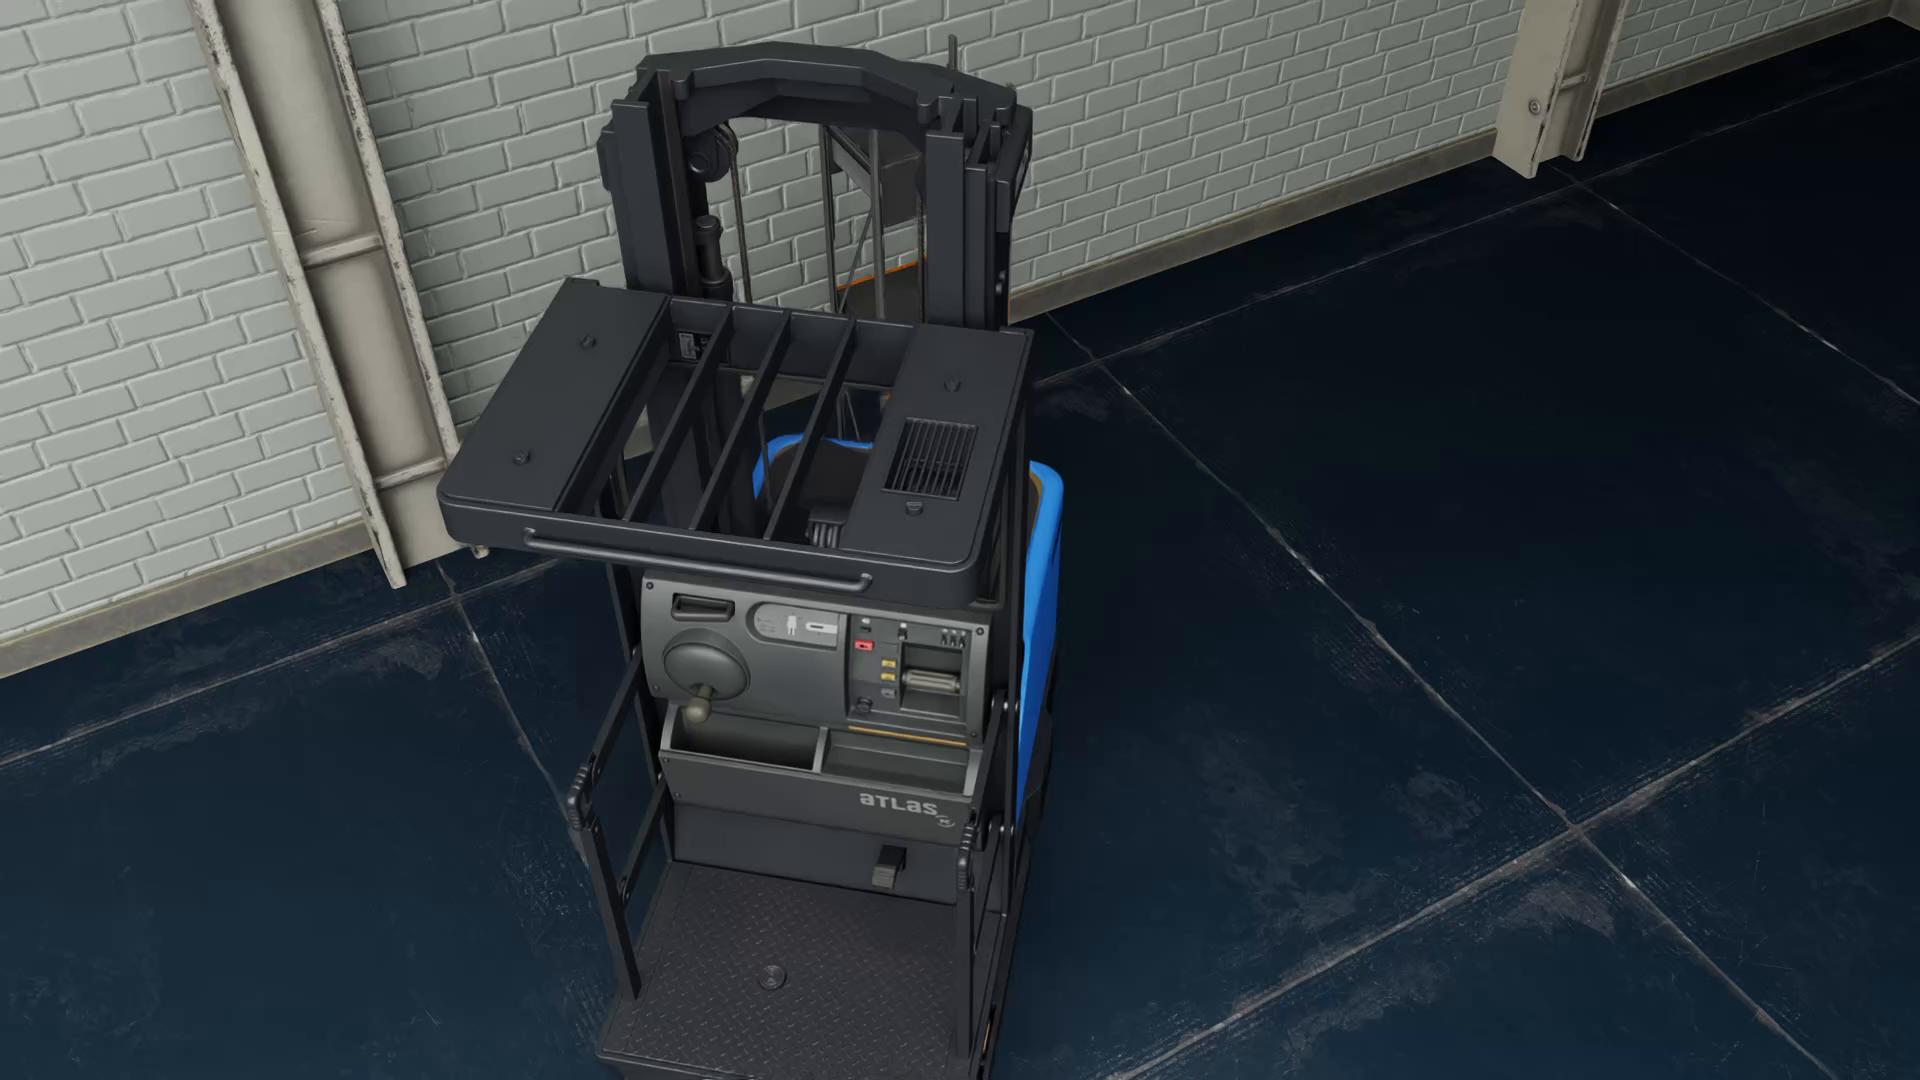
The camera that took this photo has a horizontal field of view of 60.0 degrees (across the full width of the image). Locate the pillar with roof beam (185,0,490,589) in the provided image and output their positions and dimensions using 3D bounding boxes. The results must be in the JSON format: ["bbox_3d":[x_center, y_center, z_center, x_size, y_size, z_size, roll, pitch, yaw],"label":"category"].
[{"bbox_3d":[0.007,-0.596,0.903,0.400,9.000,9.100,-22,48,-21],"label":"pillar with roof beam"}]

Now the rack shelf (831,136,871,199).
[{"bbox_3d":[-0.144,-1.260,5.412,0.442,0.100,0.332,-22,48,-21],"label":"rack shelf"}]

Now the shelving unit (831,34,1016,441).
[{"bbox_3d":[-0.139,-0.698,5.962,0.492,2.100,0.431,-22,48,-21],"label":"shelving unit"}]

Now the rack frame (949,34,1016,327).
[{"bbox_3d":[0.068,-0.781,6.047,0.015,2.100,0.400,-22,48,-21],"label":"rack frame"}]

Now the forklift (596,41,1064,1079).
[{"bbox_3d":[-0.424,0.414,4.219,1.130,2.935,3.031,7,45,8],"label":"forklift"}]

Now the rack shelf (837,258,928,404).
[{"bbox_3d":[-0.144,-0.686,5.969,0.480,0.518,0.431,-22,48,-21],"label":"rack shelf"}]

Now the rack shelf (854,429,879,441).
[{"bbox_3d":[-0.144,-0.282,6.361,0.457,0.174,0.368,-22,48,-21],"label":"rack shelf"}]
